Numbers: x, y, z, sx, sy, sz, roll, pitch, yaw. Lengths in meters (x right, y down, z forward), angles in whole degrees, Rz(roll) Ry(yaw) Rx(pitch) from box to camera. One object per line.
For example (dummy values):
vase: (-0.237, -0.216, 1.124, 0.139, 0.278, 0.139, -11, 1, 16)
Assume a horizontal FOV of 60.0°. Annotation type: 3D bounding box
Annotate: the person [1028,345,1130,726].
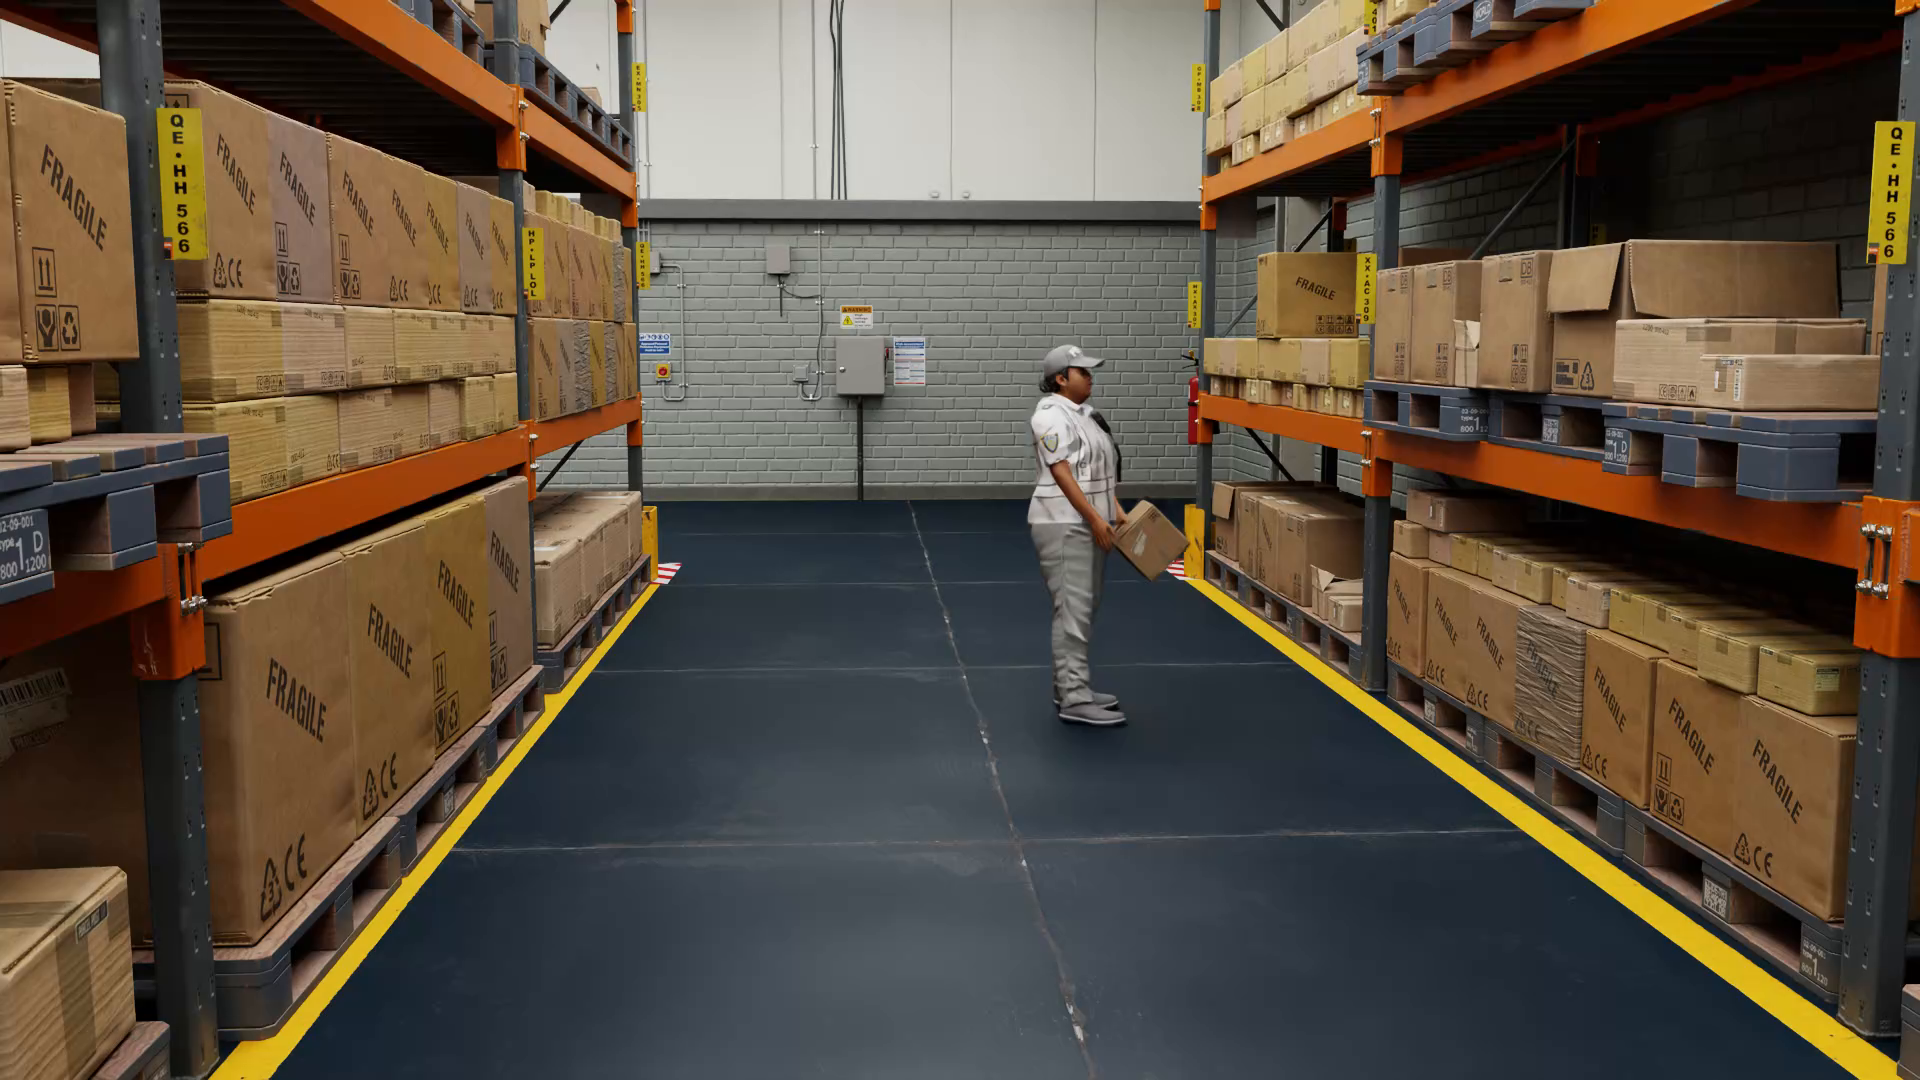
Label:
person: (0.575, -0.041, 7.503, 0.502, 1.669, 0.509, 3, 8, 24)
